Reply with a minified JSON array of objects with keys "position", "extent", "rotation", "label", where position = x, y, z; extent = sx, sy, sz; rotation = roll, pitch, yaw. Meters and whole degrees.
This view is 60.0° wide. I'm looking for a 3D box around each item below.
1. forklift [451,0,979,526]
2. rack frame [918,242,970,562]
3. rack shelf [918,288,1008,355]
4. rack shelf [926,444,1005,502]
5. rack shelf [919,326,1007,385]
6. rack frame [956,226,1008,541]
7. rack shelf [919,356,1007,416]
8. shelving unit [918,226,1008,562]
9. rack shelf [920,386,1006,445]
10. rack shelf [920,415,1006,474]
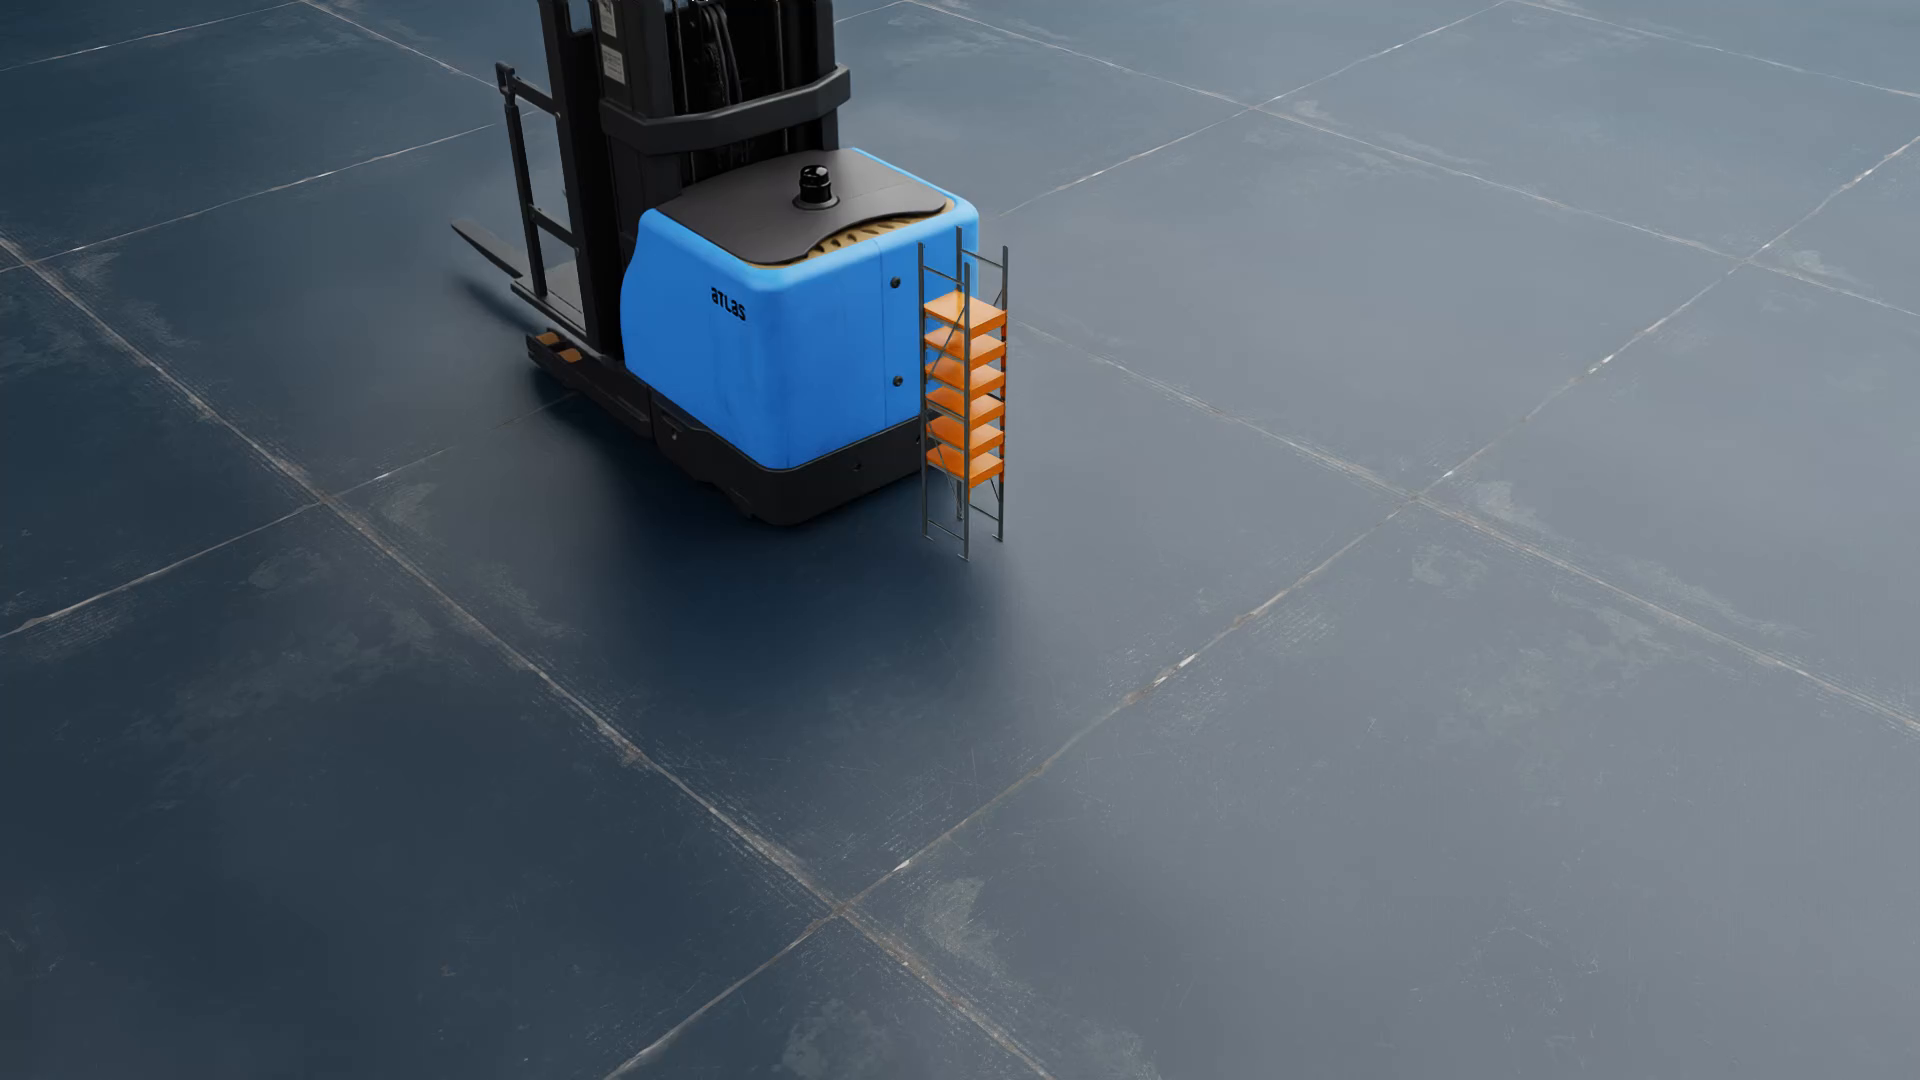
[{"position":[-1.247,-2.027,6.594],"extent":[1.130,2.935,3.031],"rotation":[-26,42,-32],"label":"forklift"},{"position":[-0.054,-0.461,5.862],"extent":[0.240,1.200,0.006],"rotation":[30,45,35],"label":"rack frame"},{"position":[0.010,-0.757,5.735],"extent":[0.258,0.103,0.180],"rotation":[30,45,35],"label":"rack shelf"},{"position":[0.010,-0.265,6.078],"extent":[0.258,0.103,0.180],"rotation":[30,45,35],"label":"rack shelf"},{"position":[0.010,-0.658,5.803],"extent":[0.258,0.103,0.180],"rotation":[30,45,35],"label":"rack shelf"},{"position":[0.075,-0.535,5.968],"extent":[0.240,1.200,0.006],"rotation":[30,45,35],"label":"rack frame"},{"position":[0.010,-0.560,5.872],"extent":[0.258,0.103,0.180],"rotation":[30,45,35],"label":"rack shelf"},{"position":[0.010,-0.498,5.915],"extent":[0.258,1.200,0.189],"rotation":[30,45,35],"label":"shelving unit"},{"position":[0.010,-0.462,5.941],"extent":[0.258,0.103,0.180],"rotation":[30,45,35],"label":"rack shelf"},{"position":[0.010,-0.363,6.009],"extent":[0.258,0.103,0.180],"rotation":[30,45,35],"label":"rack shelf"}]
